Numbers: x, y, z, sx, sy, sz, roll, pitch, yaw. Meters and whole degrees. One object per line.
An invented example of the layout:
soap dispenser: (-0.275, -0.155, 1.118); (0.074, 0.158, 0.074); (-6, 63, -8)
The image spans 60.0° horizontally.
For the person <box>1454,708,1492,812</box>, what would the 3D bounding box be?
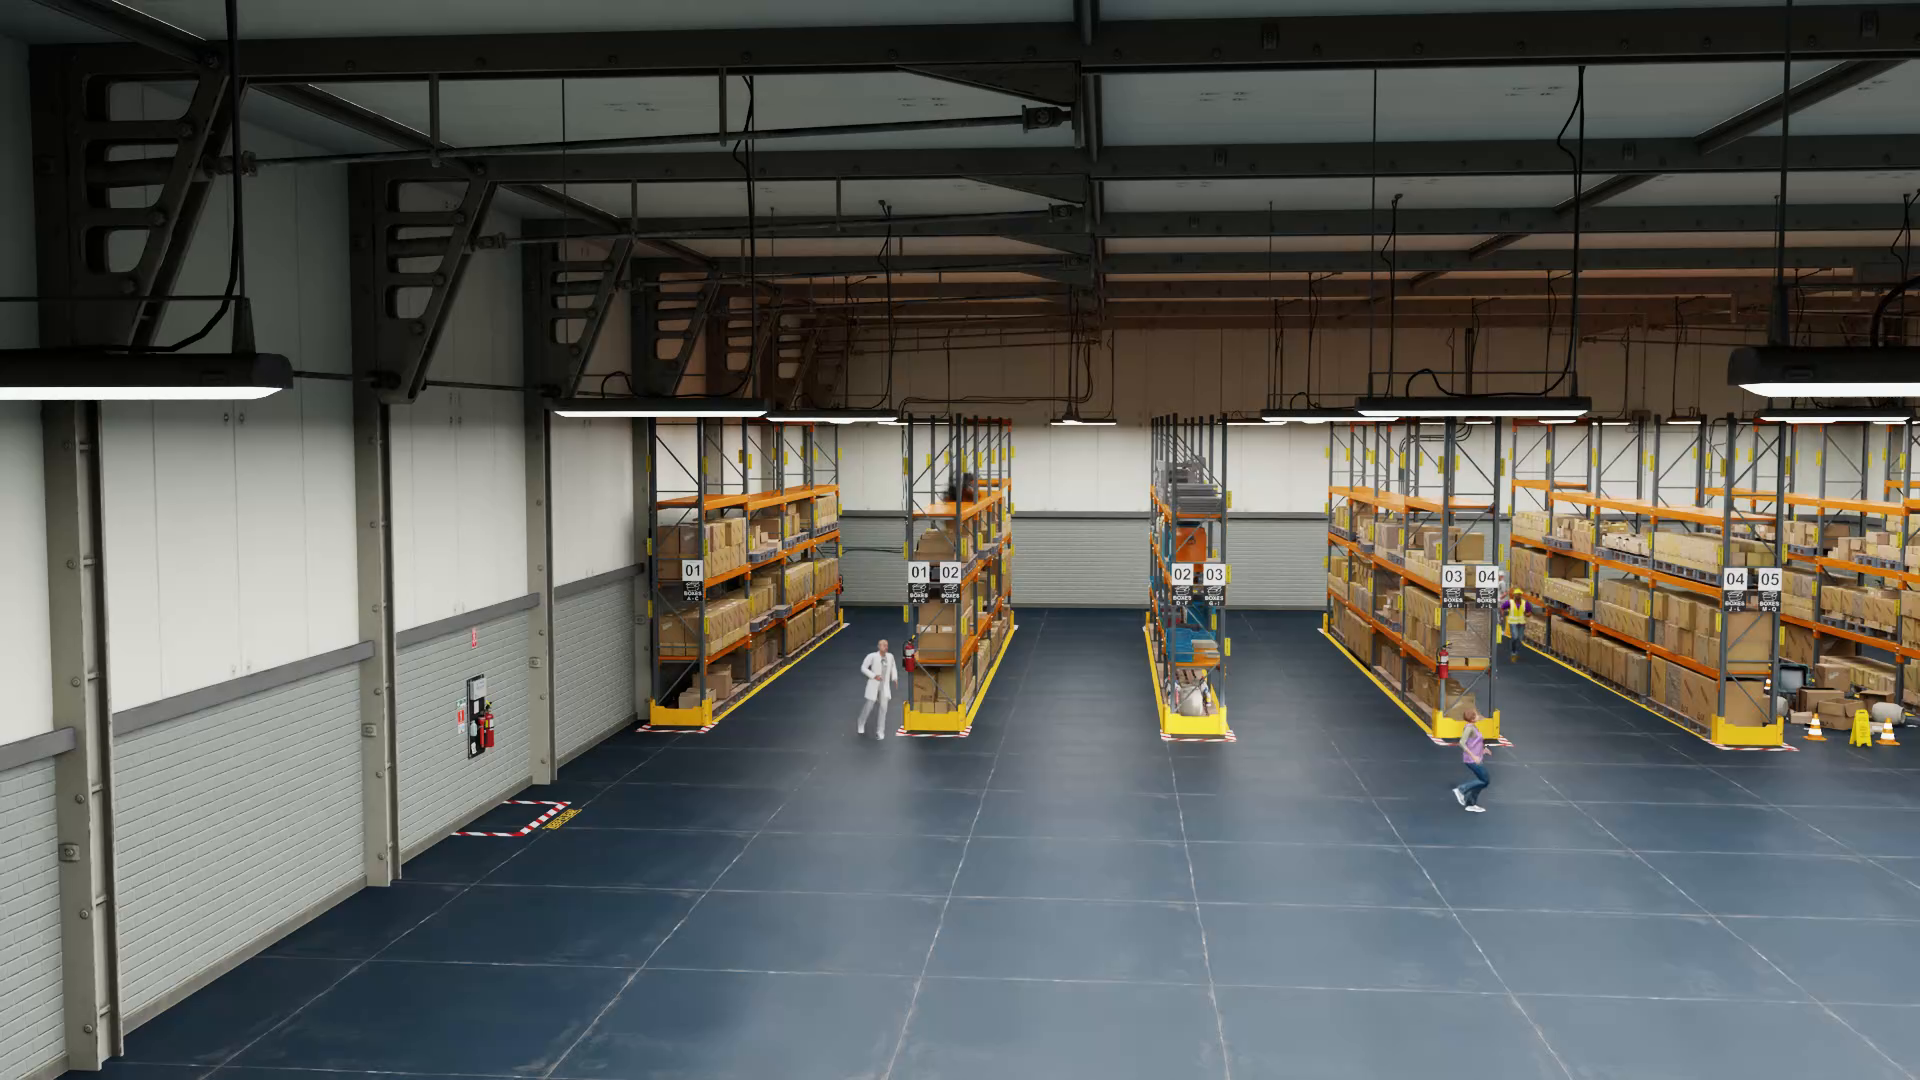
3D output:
person: (7.642, 3.281, 24.770); (0.512, 1.552, 0.507); (2, 4, 23)

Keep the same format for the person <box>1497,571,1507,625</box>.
person: (15.287, 1.701, 47.476); (0.594, 1.667, 0.744); (1, 4, 16)

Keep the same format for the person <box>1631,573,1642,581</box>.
person: (19.249, 1.646, 47.183); (0.889, 1.771, 0.676); (1, 4, 14)

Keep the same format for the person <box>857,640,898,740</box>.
person: (-1.479, 2.749, 30.904); (0.770, 1.795, 0.933); (-2, 4, -25)

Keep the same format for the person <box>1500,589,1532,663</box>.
person: (13.654, 2.101, 40.772); (0.670, 1.824, 0.757); (0, 4, 1)
